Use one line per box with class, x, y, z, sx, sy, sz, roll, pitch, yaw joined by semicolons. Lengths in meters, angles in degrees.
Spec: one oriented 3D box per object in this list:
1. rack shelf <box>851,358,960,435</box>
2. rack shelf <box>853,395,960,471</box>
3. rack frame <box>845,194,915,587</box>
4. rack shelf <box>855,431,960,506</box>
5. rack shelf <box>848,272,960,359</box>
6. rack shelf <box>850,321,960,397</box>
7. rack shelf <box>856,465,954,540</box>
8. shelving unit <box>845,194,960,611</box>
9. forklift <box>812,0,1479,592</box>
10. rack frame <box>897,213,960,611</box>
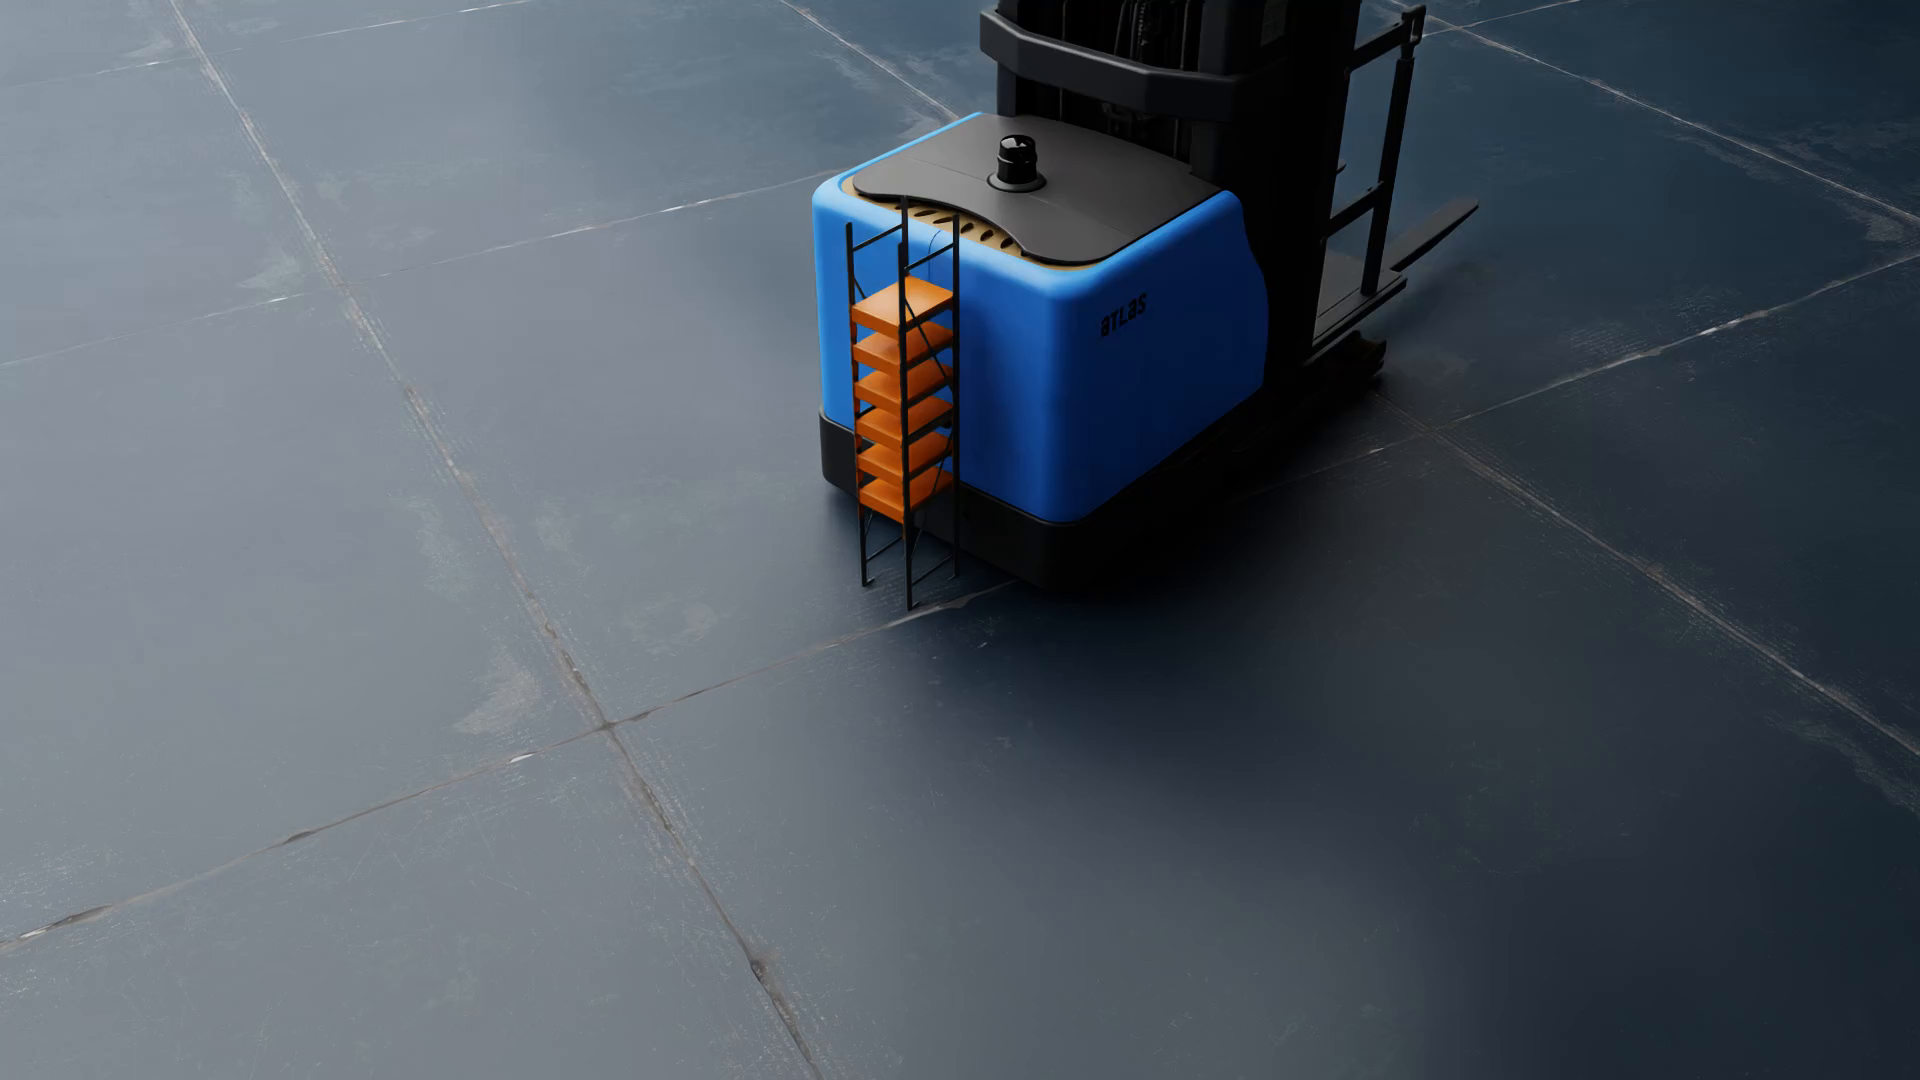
rack shelf;-0.151;-0.422;4.682;0.180;0.103;0.258;26;44;31
rack shelf;-0.151;-0.325;4.753;0.180;0.103;0.258;26;44;31
rack frame;-0.221;-0.396;4.774;0.006;1.200;0.240;26;44;31
rack shelf;-0.151;-0.228;4.824;0.180;0.103;0.258;26;44;31
rack shelf;-0.151;-0.616;4.540;0.180;0.103;0.258;26;44;31
rack shelf;-0.151;-0.519;4.611;0.180;0.103;0.258;26;44;31
rack shelf;-0.151;-0.131;4.894;0.180;0.103;0.258;26;44;31
shelving unit;-0.151;-0.361;4.726;0.189;1.200;0.258;26;44;31
forklift;0.883;-1.829;5.269;1.130;2.935;3.031;26;44;31
rack frame;-0.081;-0.326;4.679;0.006;1.200;0.240;26;44;31
